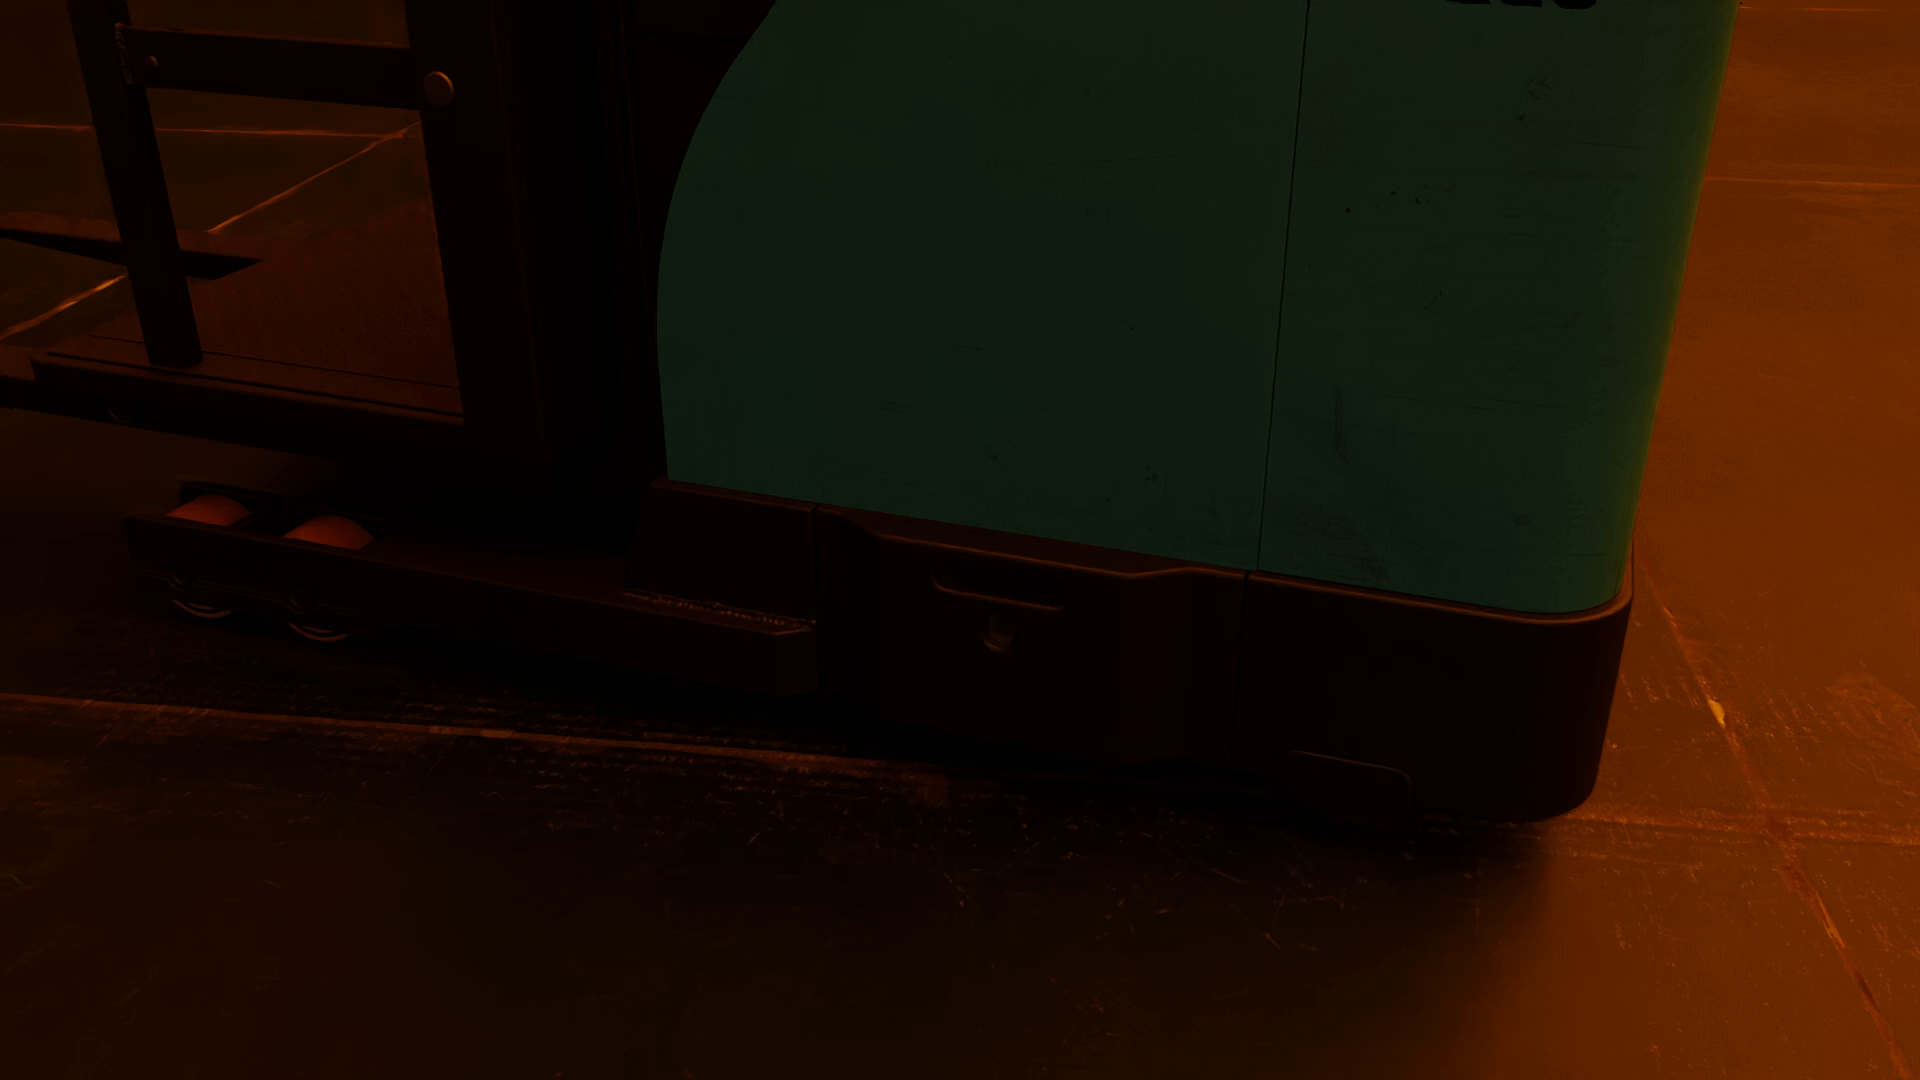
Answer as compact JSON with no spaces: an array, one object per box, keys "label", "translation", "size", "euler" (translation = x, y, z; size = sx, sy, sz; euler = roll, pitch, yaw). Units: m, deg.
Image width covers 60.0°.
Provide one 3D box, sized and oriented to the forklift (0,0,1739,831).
[{"label":"forklift","translation":[-0.597,-1.386,1.995],"size":[3.031,2.935,1.130],"euler":[9,28,17]}]
